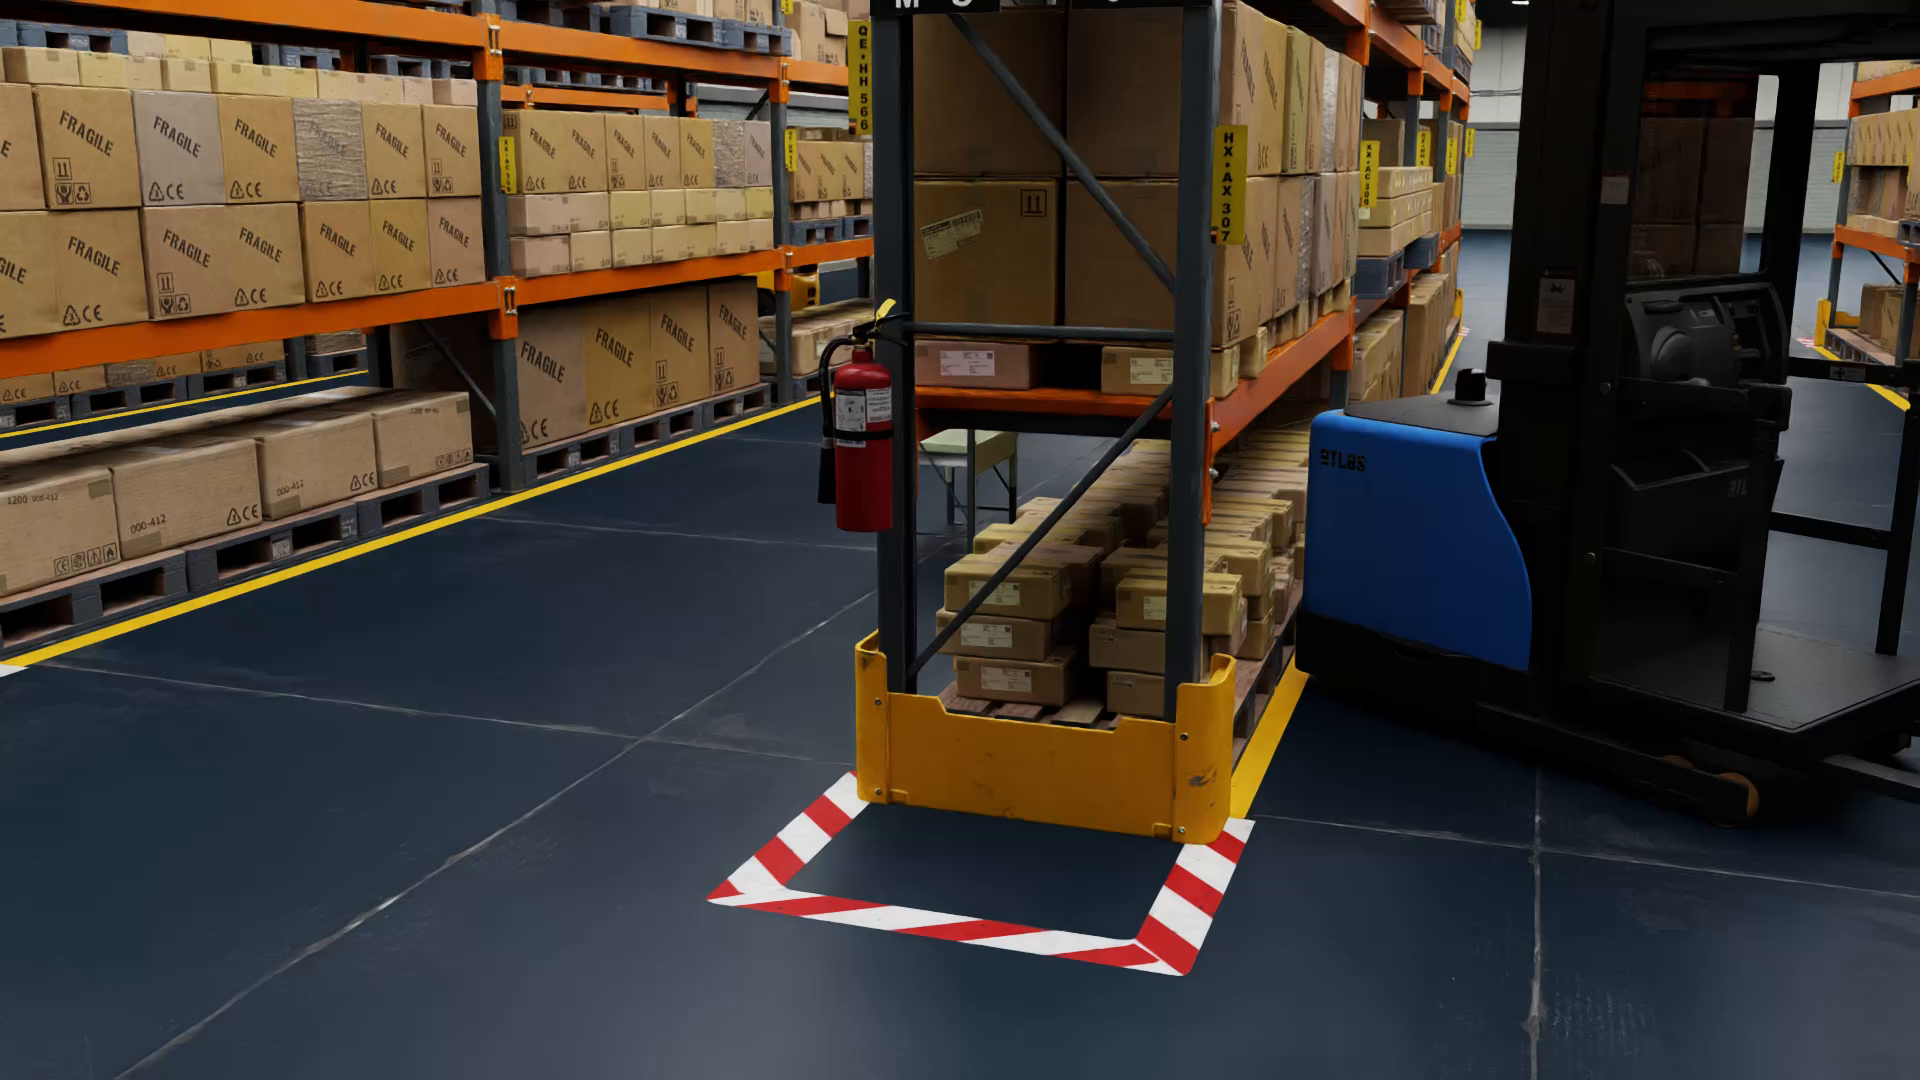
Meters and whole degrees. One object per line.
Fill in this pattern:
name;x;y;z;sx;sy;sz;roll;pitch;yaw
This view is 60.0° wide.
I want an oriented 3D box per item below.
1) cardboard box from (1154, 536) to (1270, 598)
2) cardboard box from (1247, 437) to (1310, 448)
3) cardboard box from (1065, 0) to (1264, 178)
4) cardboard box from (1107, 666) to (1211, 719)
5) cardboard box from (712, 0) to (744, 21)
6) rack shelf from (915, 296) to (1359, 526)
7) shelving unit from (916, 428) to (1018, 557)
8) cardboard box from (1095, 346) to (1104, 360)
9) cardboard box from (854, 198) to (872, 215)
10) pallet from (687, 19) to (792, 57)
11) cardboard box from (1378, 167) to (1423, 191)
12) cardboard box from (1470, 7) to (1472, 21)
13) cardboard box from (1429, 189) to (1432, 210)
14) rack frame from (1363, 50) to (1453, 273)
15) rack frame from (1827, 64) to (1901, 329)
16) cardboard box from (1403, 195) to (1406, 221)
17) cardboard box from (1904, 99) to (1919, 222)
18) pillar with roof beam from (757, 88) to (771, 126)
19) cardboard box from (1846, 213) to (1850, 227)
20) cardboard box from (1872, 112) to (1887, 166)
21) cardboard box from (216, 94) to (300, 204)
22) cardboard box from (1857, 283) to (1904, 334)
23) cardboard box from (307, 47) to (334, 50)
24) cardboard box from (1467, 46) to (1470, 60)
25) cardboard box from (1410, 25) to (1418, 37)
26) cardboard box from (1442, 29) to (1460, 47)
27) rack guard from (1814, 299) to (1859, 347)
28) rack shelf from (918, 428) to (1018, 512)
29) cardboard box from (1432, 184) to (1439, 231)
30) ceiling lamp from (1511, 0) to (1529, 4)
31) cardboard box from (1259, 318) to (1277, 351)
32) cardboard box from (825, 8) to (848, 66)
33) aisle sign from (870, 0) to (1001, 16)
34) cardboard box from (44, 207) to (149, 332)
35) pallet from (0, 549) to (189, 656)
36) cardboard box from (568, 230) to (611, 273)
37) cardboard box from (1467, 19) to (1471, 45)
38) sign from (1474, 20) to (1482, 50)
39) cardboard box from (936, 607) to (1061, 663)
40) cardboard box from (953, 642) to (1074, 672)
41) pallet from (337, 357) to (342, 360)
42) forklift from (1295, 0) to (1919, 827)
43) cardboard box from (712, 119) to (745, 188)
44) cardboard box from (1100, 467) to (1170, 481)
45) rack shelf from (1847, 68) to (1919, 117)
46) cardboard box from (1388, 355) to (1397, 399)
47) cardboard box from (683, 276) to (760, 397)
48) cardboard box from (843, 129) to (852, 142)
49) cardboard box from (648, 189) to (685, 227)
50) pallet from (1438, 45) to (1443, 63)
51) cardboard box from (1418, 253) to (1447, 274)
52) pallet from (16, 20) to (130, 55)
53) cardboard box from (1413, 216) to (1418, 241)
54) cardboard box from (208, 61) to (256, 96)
cardboard box;0.903;0.092;5.970;0.380;0.149;0.250;4;14;18
cardboard box;1.615;-0.404;8.141;0.380;0.149;0.250;5;14;19
cardboard box;0.631;-1.363;5.081;0.500;0.500;0.500;4;14;18
cardboard box;0.707;0.491;5.559;0.380;0.149;0.250;5;14;20
cardboard box;-2.034;-4.120;12.389;0.700;0.500;0.500;4;13;16
rack shelf;0.881;-0.677;6.831;1.077;0.370;4.000;4;14;18
shelving unit;0.002;-0.733;8.827;0.431;1.500;0.755;4;14;18
cardboard box;0.316;-0.732;6.020;0.380;0.149;0.250;5;14;20
cardboard box;-1.044;-3.100;15.452;0.380;0.149;0.250;5;14;20
pallet;-2.052;-3.857;12.830;1.213;0.211;1.003;5;14;21
cardboard box;2.763;-2.313;10.663;0.380;0.149;0.250;4;14;18
cardboard box;5.294;-5.649;17.860;0.380;0.149;0.250;4;14;19
cardboard box;3.094;-2.382;11.634;0.380;0.149;0.250;5;14;20
rack frame;4.117;-3.133;15.976;1.000;3.000;0.127;4;14;18
rack frame;10.072;-3.597;18.008;1.000;3.000;0.127;4;14;18
cardboard box;2.340;-1.890;9.480;0.380;0.149;0.250;4;13;16
cardboard box;8.388;-3.095;13.516;1.000;1.000;1.000;4;14;19
pillar with roof beam;0.933;-8.464;25.847;9.100;9.000;0.400;4;14;18
cardboard box;9.754;-3.432;17.848;0.380;0.149;0.250;4;14;18
cardboard box;9.151;-3.866;16.047;0.500;0.500;0.500;4;14;18
cardboard box;-3.577;-1.882;8.021;0.500;0.500;0.500;4;14;19
cardboard box;9.854;-2.453;17.668;0.500;0.500;0.500;7;15;29
cardboard box;-6.058;-4.996;16.002;0.700;0.500;0.500;4;13;17
cardboard box;5.295;-5.260;17.949;0.380;0.149;0.250;4;13;18
cardboard box;2.729;-3.558;10.868;0.500;0.500;0.500;4;14;18
cardboard box;4.556;-4.779;15.840;0.380;0.149;0.250;4;13;17
rack guard;10.047;-2.363;18.216;1.175;0.500;0.348;4;14;18
rack shelf;0.002;-0.415;8.900;0.431;0.370;0.720;4;14;18
cardboard box;3.874;-2.840;14.466;0.500;0.500;0.500;5;14;19
ceiling lamp;14.862;-14.985;41.302;2.000;3.185;0.800;4;14;18
cardboard box;1.002;-0.808;6.352;0.380;0.149;0.250;4;13;17
cardboard box;-1.427;-4.462;14.825;0.797;0.503;0.637;4;14;18
aisle sign;-0.073;-1.880;4.644;0.394;0.787;0.004;4;14;18
cardboard box;-3.918;-1.180;7.190;0.500;0.500;0.500;4;13;18
pallet;-4.298;0.244;7.447;1.003;0.211;1.213;4;14;18
cardboard box;-2.630;-1.894;10.881;0.500;0.250;0.500;4;13;17
cardboard box;5.191;-5.429;17.794;0.500;0.250;0.500;4;14;18
sign;5.920;-5.789;19.058;0.100;0.325;0.005;4;14;18
cardboard box;0.135;0.302;5.720;0.380;0.149;0.250;4;13;17
cardboard box;0.195;0.391;5.997;0.380;0.149;0.250;5;14;20
pallet;-5.892;-2.050;17.495;1.003;0.211;1.213;4;14;18
forklift;2.599;-0.669;5.331;1.130;2.935;3.031;-10;16;-36
cardboard box;-1.972;-2.926;12.596;0.500;0.500;0.500;5;14;19
cardboard box;0.808;-0.218;7.329;0.380;0.149;0.250;4;13;16
rack shelf;9.424;-4.288;15.909;1.077;0.370;4.000;4;14;18
cardboard box;2.686;-1.011;11.350;0.500;0.500;0.500;5;14;21
cardboard box;-2.196;-1.656;13.333;0.875;0.875;0.875;4;14;18
cardboard box;-1.086;-4.110;16.958;0.380;0.149;0.250;4;14;18
cardboard box;-2.287;-2.350;11.756;0.500;0.250;0.500;4;13;17
pallet;3.867;-4.306;14.802;0.805;0.209;1.217;4;13;16
cardboard box;4.387;-2.430;16.723;0.875;0.875;0.875;5;14;19
pallet;-7.276;-3.862;12.851;1.213;0.211;1.003;4;14;18
cardboard box;2.678;-1.967;10.485;0.380;0.149;0.250;5;14;20
cardboard box;-3.564;-2.173;7.837;0.380;0.149;0.250;4;13;17
